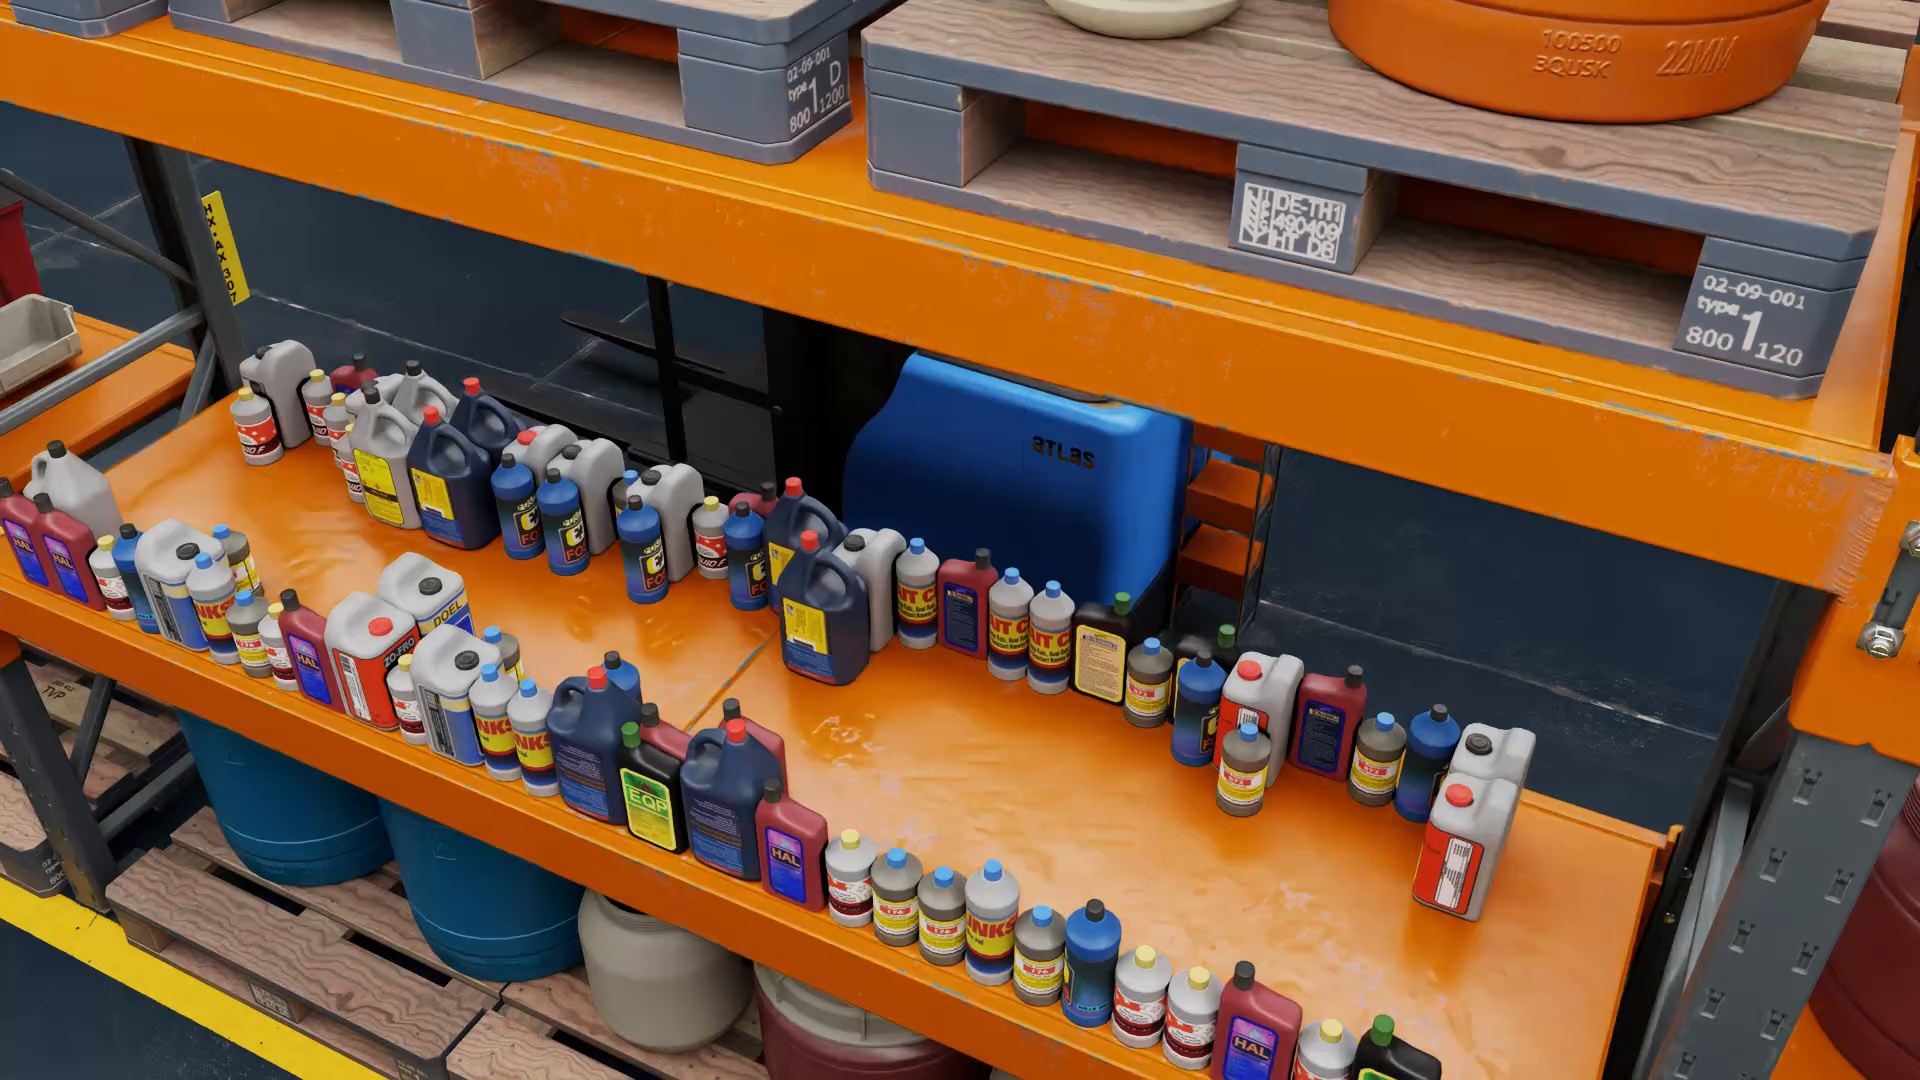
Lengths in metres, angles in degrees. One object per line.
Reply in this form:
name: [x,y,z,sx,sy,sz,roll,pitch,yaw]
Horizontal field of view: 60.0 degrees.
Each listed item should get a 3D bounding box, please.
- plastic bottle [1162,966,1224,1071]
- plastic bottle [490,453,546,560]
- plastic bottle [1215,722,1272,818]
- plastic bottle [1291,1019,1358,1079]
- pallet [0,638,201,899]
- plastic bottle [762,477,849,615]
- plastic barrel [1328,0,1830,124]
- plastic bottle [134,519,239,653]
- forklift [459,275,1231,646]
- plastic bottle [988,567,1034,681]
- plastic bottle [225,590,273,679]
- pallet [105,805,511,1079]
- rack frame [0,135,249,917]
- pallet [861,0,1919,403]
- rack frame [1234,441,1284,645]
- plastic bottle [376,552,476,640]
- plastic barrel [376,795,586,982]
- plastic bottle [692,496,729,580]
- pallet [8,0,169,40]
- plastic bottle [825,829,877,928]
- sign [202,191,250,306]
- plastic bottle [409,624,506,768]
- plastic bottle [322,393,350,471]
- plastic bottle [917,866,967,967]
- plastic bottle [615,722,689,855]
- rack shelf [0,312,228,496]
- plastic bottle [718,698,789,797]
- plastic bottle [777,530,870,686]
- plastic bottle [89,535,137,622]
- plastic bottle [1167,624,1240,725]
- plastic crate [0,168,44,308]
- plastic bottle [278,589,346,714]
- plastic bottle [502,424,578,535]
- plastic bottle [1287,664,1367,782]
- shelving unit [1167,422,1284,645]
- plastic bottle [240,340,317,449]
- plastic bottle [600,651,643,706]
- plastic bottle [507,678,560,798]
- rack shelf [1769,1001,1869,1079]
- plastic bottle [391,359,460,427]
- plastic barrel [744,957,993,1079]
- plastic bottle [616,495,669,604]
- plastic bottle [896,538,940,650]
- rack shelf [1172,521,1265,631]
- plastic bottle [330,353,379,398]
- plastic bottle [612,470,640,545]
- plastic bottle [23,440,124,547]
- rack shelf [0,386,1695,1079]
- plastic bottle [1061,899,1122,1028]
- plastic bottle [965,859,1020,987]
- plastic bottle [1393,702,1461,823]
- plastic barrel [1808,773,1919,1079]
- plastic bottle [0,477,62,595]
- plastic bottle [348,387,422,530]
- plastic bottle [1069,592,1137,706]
plastic bottle: [0.403,0.812,2.863,0.097,0.201,0.097,0,37,0]
plastic bottle: [-1.064,-0.088,3.992,0.097,0.271,0.097,0,37,0]
plastic bottle: [0.570,0.452,3.338,0.097,0.201,0.097,0,37,0]
plastic bottle: [0.608,0.877,2.779,0.097,0.201,0.097,0,37,0]
pallet: [-2.965,0.538,5.367,1.213,0.211,1.003,17,41,21]
plastic bottle: [-0.349,0.016,3.788,0.185,0.351,0.144,17,41,21]
plastic barrel: [0.755,-0.970,1.863,0.708,0.830,0.600,17,41,21]
plastic bottle: [-1.733,0.095,3.747,0.135,0.276,0.152,17,41,21]
forklift: [-0.547,-1.355,5.611,3.031,2.935,1.130,19,41,23]
plastic bottle: [0.111,0.176,3.643,0.097,0.271,0.097,0,37,0]
plastic bottle: [-1.557,0.199,3.672,0.097,0.201,0.097,0,37,0]
pallet: [-1.628,0.958,4.813,1.213,0.211,1.003,17,41,21]
rack frame: [-2.294,-0.389,4.282,0.127,3.000,1.000,17,41,21]
pallet: [0.623,-0.662,2.316,1.213,0.211,1.003,17,41,21]
rack frame: [0.999,-0.072,5.476,0.008,1.050,0.200,19,41,22]
plastic bottle: [-1.166,0.169,3.649,0.135,0.276,0.152,17,41,21]
plastic barrel: [-1.190,0.636,4.319,0.708,0.901,0.600,17,41,21]
plastic bottle: [-0.582,-0.013,3.950,0.097,0.201,0.097,0,37,0]
pallet: [-1.553,-1.343,3.214,1.003,0.211,1.213,17,41,21]
plastic bottle: [-0.202,0.623,3.113,0.097,0.201,0.097,0,37,0]
sign: [-2.040,-0.794,4.587,0.005,0.325,0.100,17,41,21]
plastic bottle: [-1.030,0.315,3.456,0.135,0.276,0.152,17,41,21]
plastic bottle: [-1.590,-0.287,4.311,0.097,0.201,0.097,0,37,0]
plastic bottle: [-0.029,0.677,3.041,0.097,0.201,0.097,0,37,0]
plastic bottle: [-0.595,0.480,3.234,0.133,0.283,0.061,17,41,21]
rack shelf: [-4.070,-0.659,5.232,4.000,0.370,1.077,17,41,21]
plastic bottle: [-0.410,0.439,3.287,0.133,0.283,0.061,17,41,21]
plastic bottle: [-0.300,0.136,3.631,0.185,0.351,0.144,17,41,21]
plastic bottle: [-1.936,0.080,3.828,0.097,0.201,0.097,0,37,0]
plastic bottle: [0.513,0.285,3.490,0.133,0.283,0.061,17,41,21]
plastic crate: [-2.972,-0.822,4.749,0.583,0.464,0.402,17,41,21]
plastic bottle: [-1.376,0.235,3.556,0.133,0.283,0.061,17,41,21]
plastic bottle: [-1.023,-0.162,4.085,0.135,0.276,0.152,17,41,21]
plastic bottle: [0.751,0.360,3.392,0.133,0.283,0.061,17,41,21]
shelving unit: [0.893,-0.109,5.522,0.252,1.050,0.215,19,41,22]
plastic bottle: [-1.796,-0.404,4.404,0.135,0.276,0.152,17,41,21]
plastic bottle: [-0.701,0.341,3.427,0.097,0.271,0.097,0,37,0]
plastic bottle: [-0.853,0.391,3.360,0.097,0.271,0.097,0,37,0]
rack shelf: [3.034,1.565,2.302,4.000,0.370,1.077,17,41,21]
plastic bottle: [-1.328,-0.290,4.192,0.185,0.351,0.144,17,41,21]
plastic barrel: [-0.187,1.075,4.000,0.708,0.588,0.600,17,41,21]
plastic bottle: [-0.739,0.014,3.857,0.097,0.271,0.097,0,37,0]
plastic bottle: [-0.094,0.112,3.728,0.097,0.271,0.097,0,37,0]
rack shelf: [0.888,0.119,5.698,0.240,0.259,0.215,19,41,22]
plastic bottle: [-1.569,-0.367,4.349,0.133,0.283,0.061,17,41,21]
plastic bottle: [-0.788,-0.077,4.035,0.097,0.201,0.097,0,37,0]
plastic bottle: [-2.095,-0.087,3.924,0.185,0.351,0.144,17,41,21]
rack shelf: [-0.518,0.453,3.767,4.000,0.370,1.077,17,41,21]
plastic bottle: [0.230,0.730,2.913,0.097,0.271,0.097,0,37,0]
plastic bottle: [0.058,0.676,2.985,0.097,0.271,0.097,0,37,0]
plastic bottle: [0.932,0.433,3.305,0.097,0.271,0.097,0,37,0]
plastic barrel: [1.809,0.635,2.820,0.708,0.536,0.600,17,41,21]
plastic bottle: [-2.165,-0.012,3.881,0.133,0.283,0.061,17,41,21]
plastic bottle: [-1.394,-0.212,4.090,0.185,0.351,0.144,17,41,21]
plastic bottle: [0.308,0.221,3.575,0.133,0.283,0.061,17,41,21]
